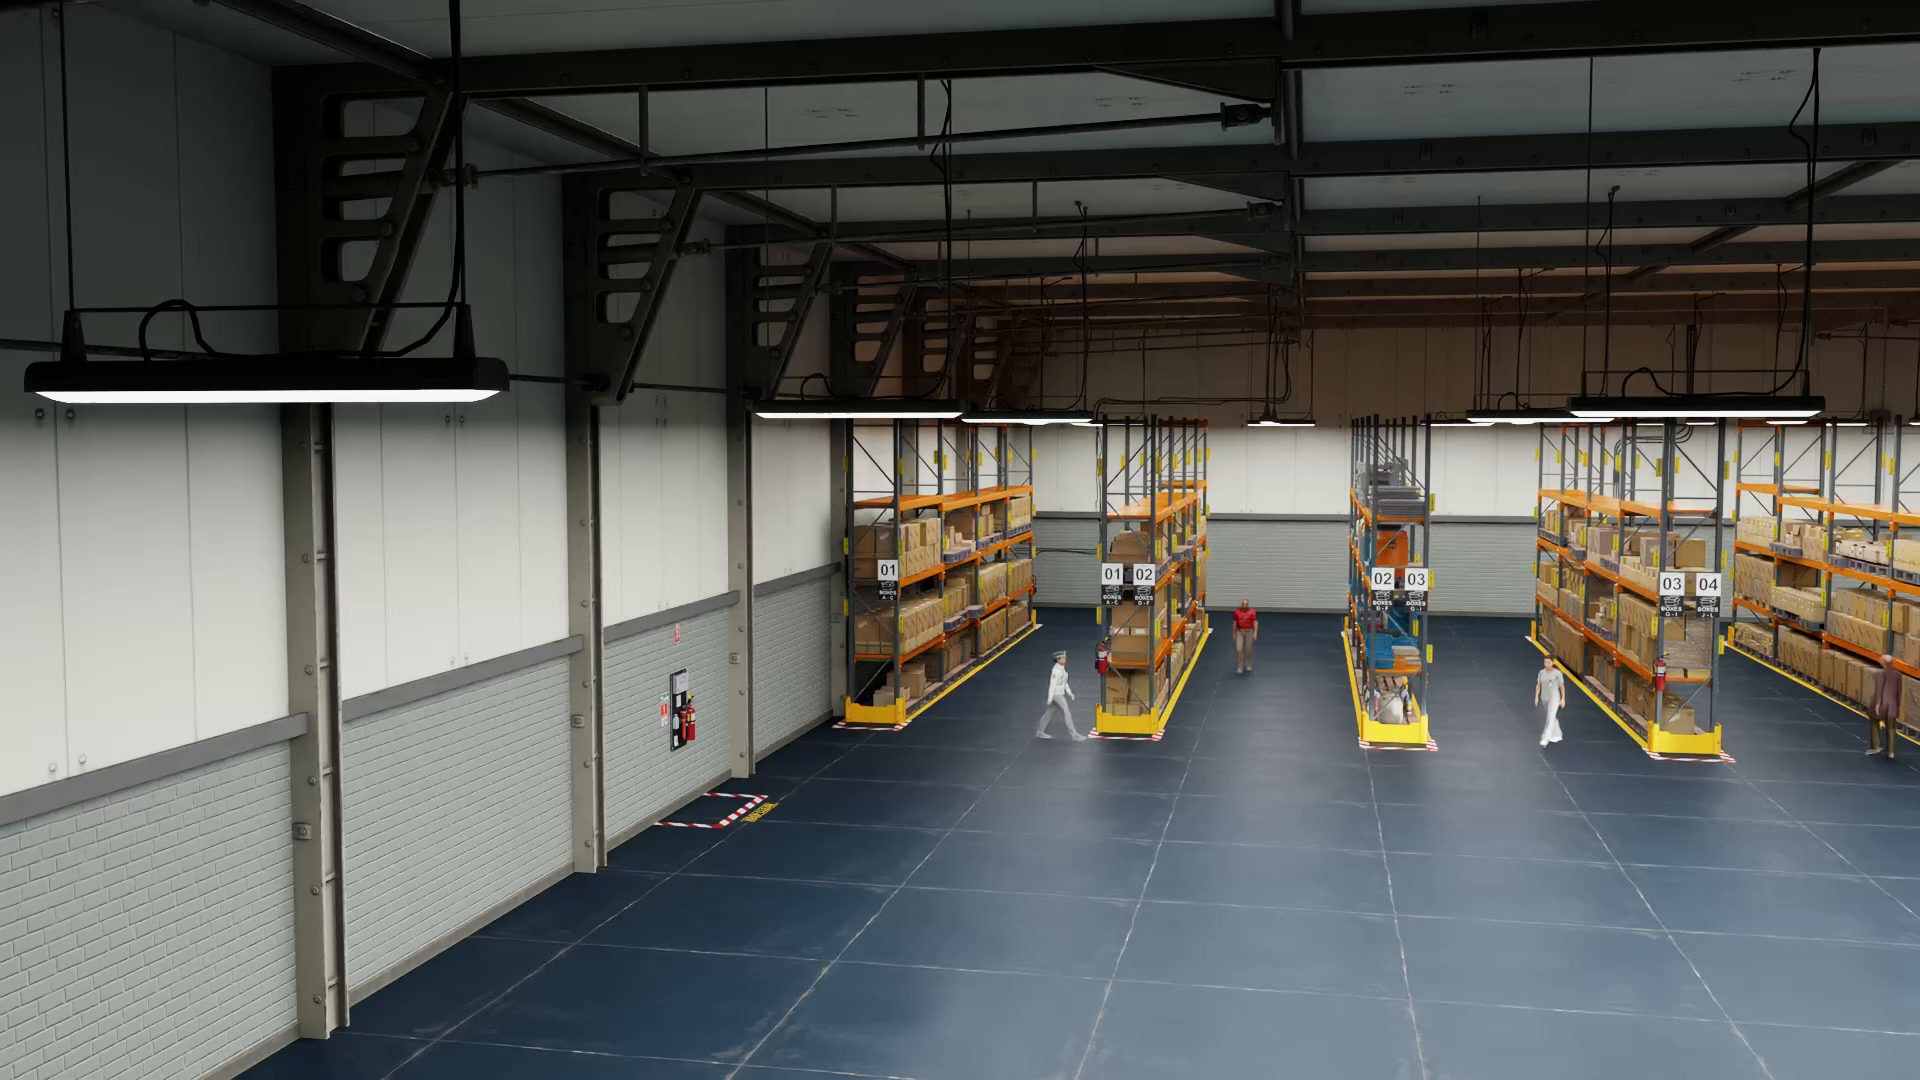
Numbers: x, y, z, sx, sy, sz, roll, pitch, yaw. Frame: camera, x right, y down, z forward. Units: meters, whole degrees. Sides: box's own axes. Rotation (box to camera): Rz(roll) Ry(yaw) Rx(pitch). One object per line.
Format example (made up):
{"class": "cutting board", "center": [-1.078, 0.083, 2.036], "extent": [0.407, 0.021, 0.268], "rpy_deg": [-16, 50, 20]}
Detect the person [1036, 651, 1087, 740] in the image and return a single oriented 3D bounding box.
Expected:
{"class": "person", "center": [1.862, 2.848, 30.610], "extent": [0.939, 1.623, 0.483], "rpy_deg": [0, 4, 3]}

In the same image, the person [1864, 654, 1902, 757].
{"class": "person", "center": [16.210, 2.926, 29.057], "extent": [0.567, 1.834, 0.595], "rpy_deg": [0, 4, 7]}

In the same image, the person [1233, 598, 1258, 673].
{"class": "person", "center": [6.732, 2.270, 39.257], "extent": [0.585, 1.790, 0.546], "rpy_deg": [1, 4, 13]}

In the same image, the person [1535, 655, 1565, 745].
{"class": "person", "center": [10.622, 2.883, 30.049], "extent": [1.012, 1.624, 0.466], "rpy_deg": [-3, 5, -38]}
